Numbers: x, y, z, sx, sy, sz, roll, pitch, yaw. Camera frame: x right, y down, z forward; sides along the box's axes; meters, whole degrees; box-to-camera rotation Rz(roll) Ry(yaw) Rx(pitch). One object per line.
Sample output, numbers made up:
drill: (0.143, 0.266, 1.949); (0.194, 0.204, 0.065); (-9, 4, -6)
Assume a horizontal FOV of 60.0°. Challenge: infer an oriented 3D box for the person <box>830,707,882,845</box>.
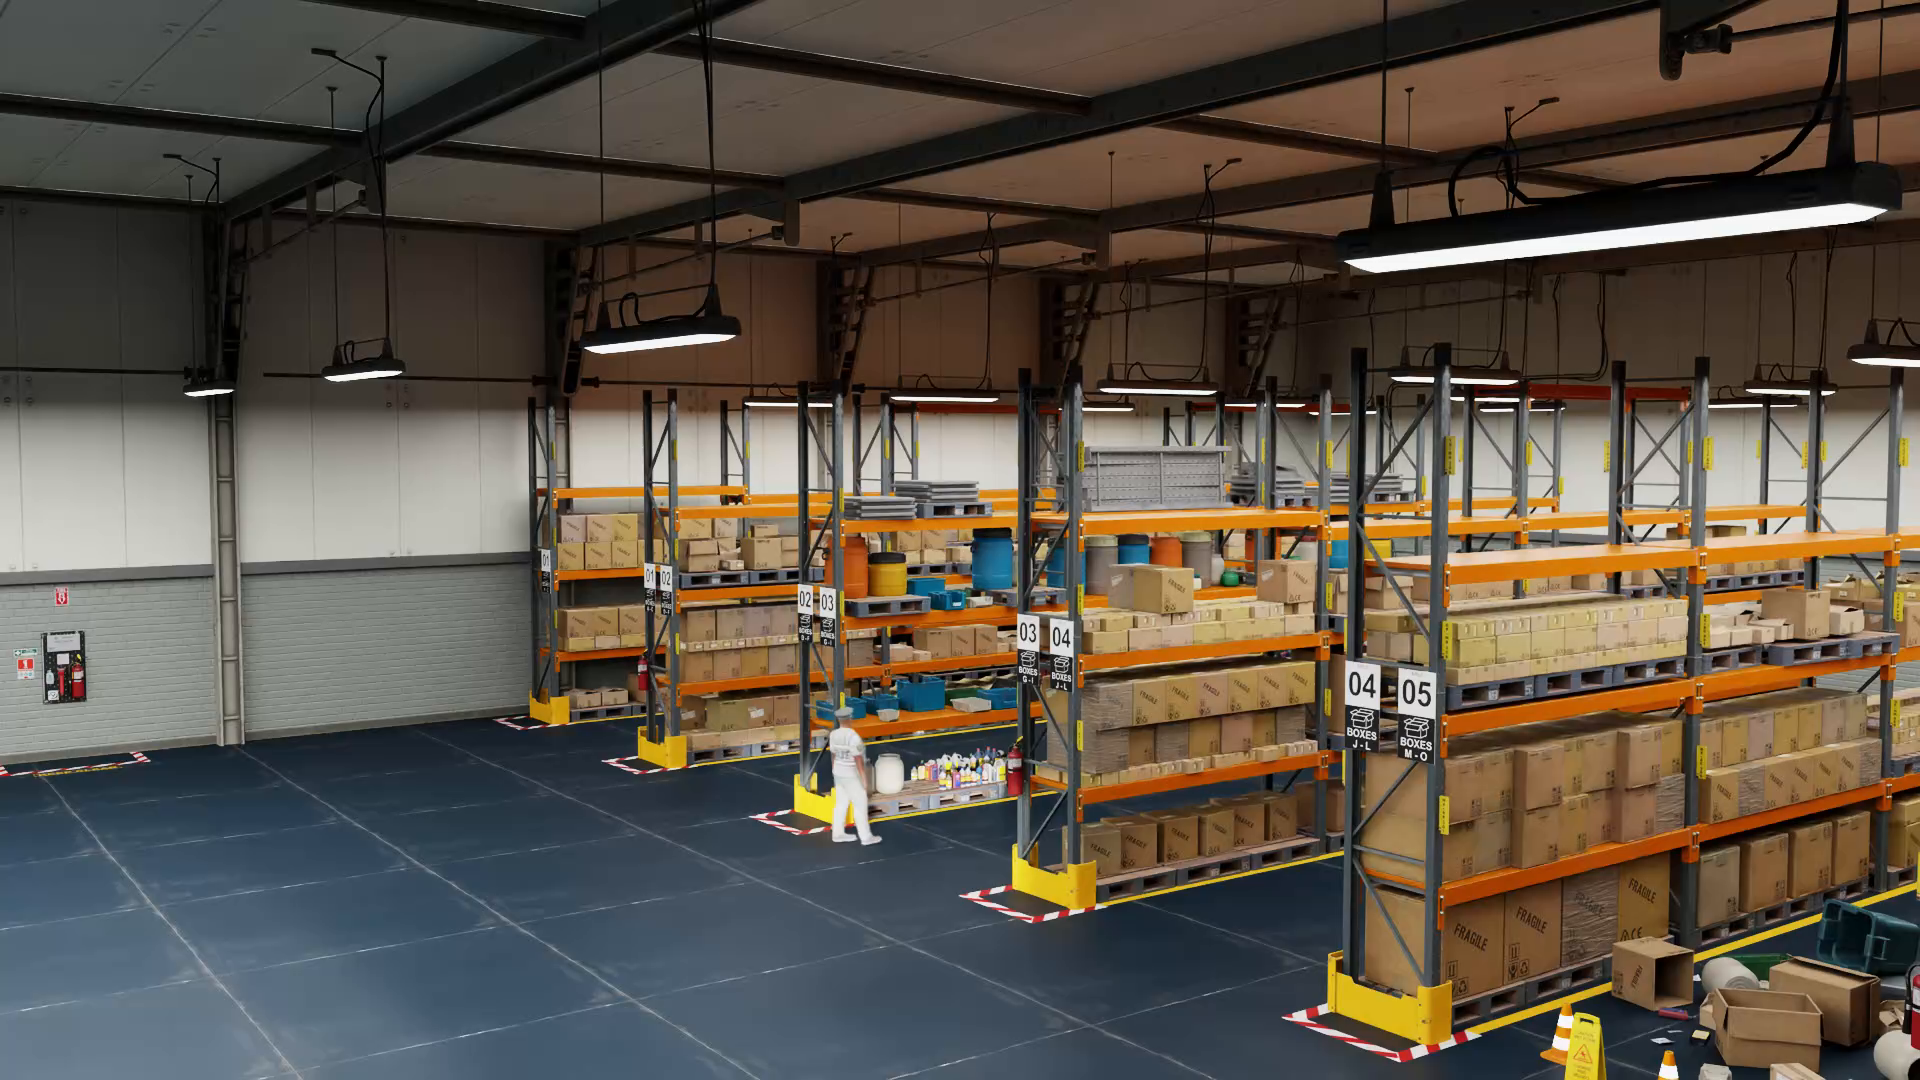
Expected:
person: (-1.335, 3.022, 21.389); (0.602, 1.758, 0.526); (-2, 4, -26)
